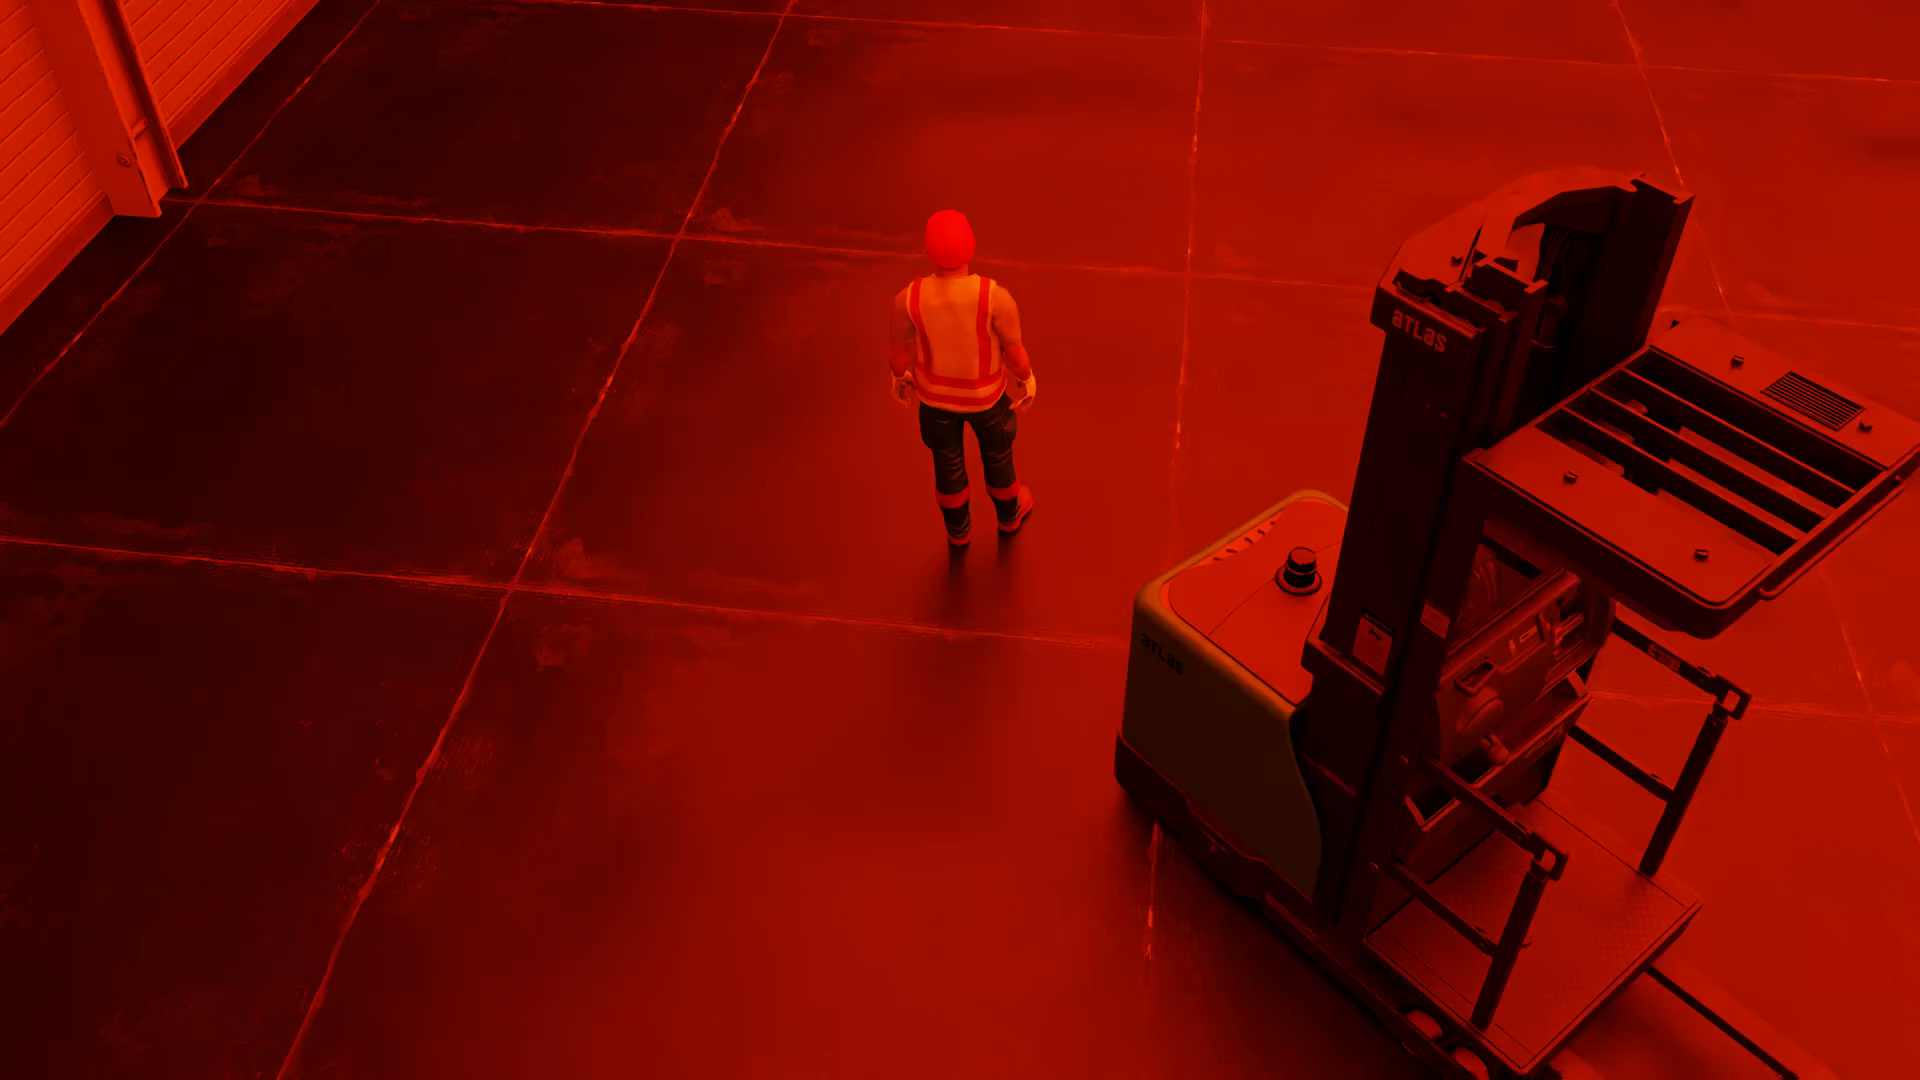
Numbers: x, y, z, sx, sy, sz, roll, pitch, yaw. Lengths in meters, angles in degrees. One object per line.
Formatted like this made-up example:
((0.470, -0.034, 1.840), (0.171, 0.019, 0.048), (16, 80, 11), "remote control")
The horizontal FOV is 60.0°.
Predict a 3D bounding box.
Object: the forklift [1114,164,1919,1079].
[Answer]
((1.954, 0.461, 5.222), (1.130, 2.935, 3.031), (-29, 50, -28), "forklift")

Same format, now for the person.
((0.023, -0.717, 7.339), (0.637, 1.790, 0.562), (5, 43, 6), "person")
